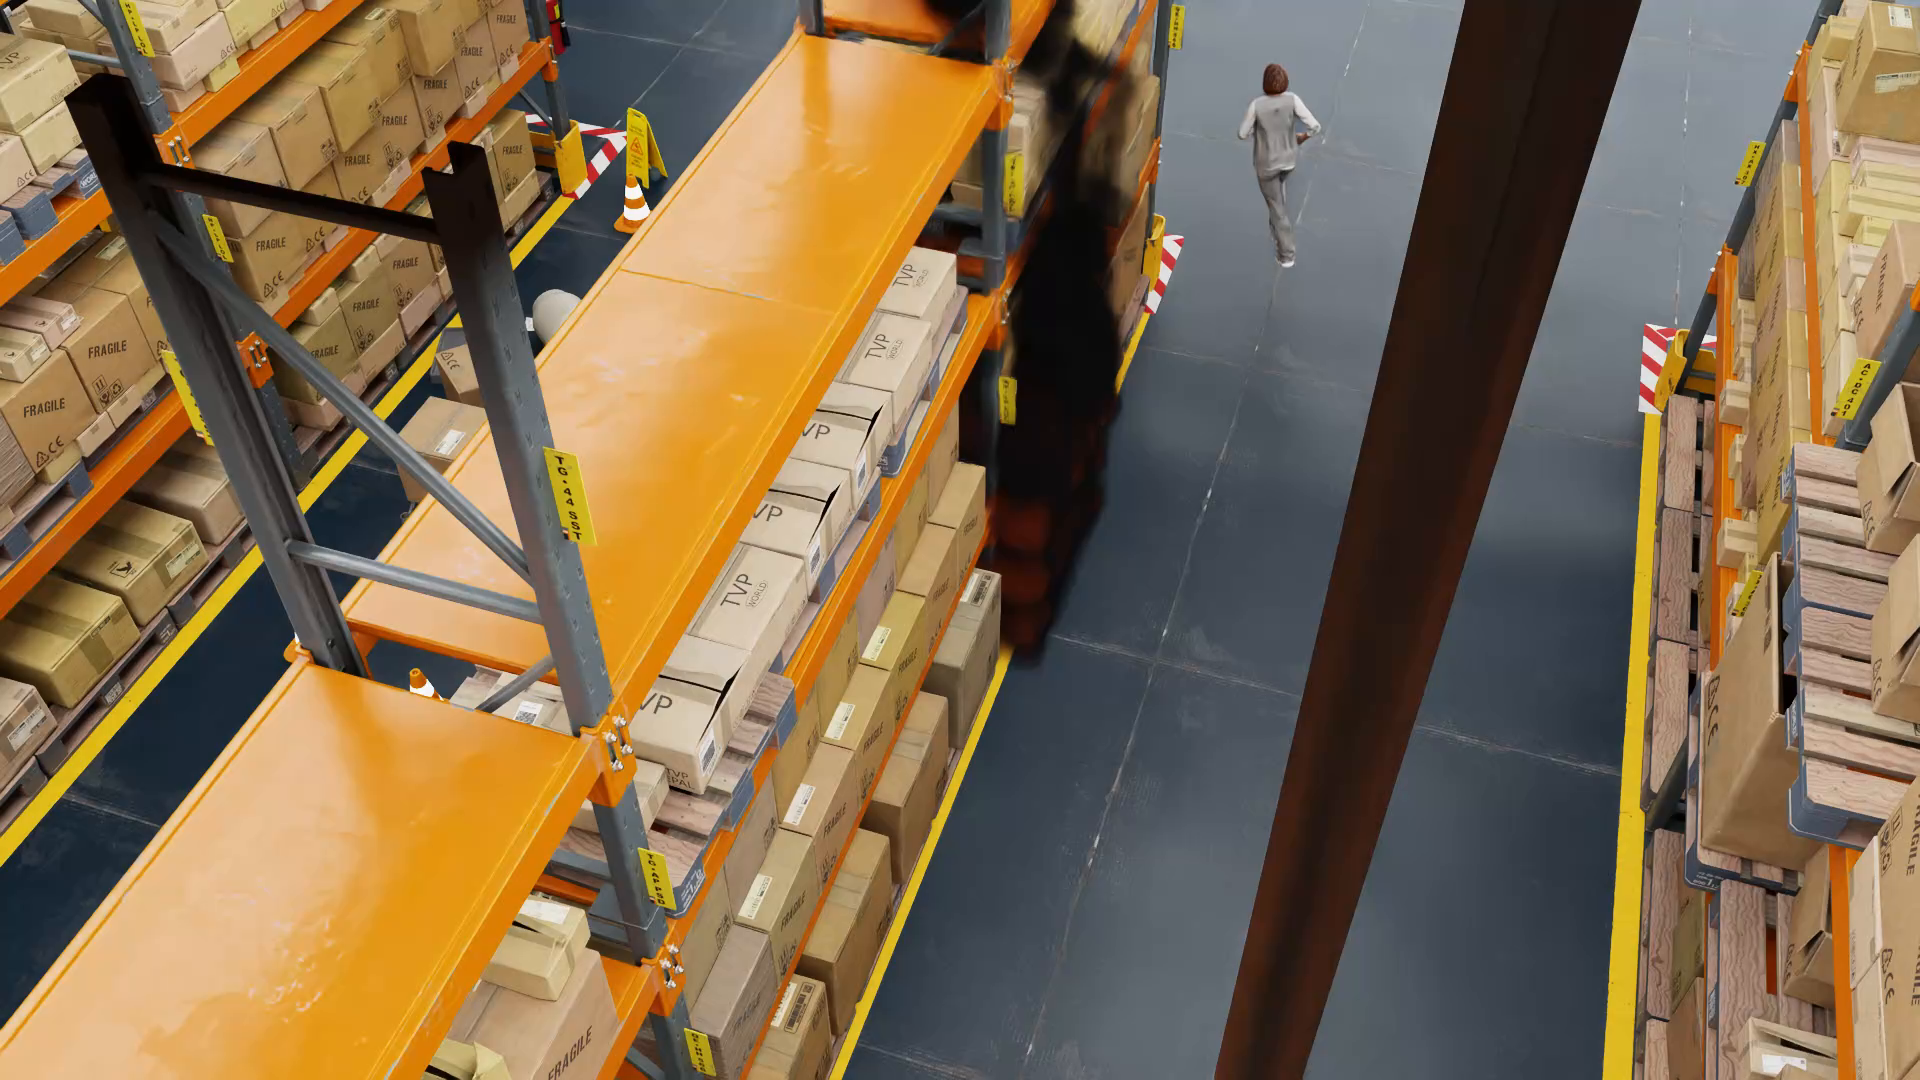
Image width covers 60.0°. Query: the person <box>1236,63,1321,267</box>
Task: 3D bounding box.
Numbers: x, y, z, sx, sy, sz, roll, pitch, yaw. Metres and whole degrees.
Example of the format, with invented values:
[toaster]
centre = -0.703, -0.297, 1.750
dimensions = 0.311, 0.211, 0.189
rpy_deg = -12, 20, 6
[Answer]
[person]
centre = 2.321, -2.744, 12.339
dimensions = 0.538, 1.636, 0.632
rpy_deg = -10, 47, -10
